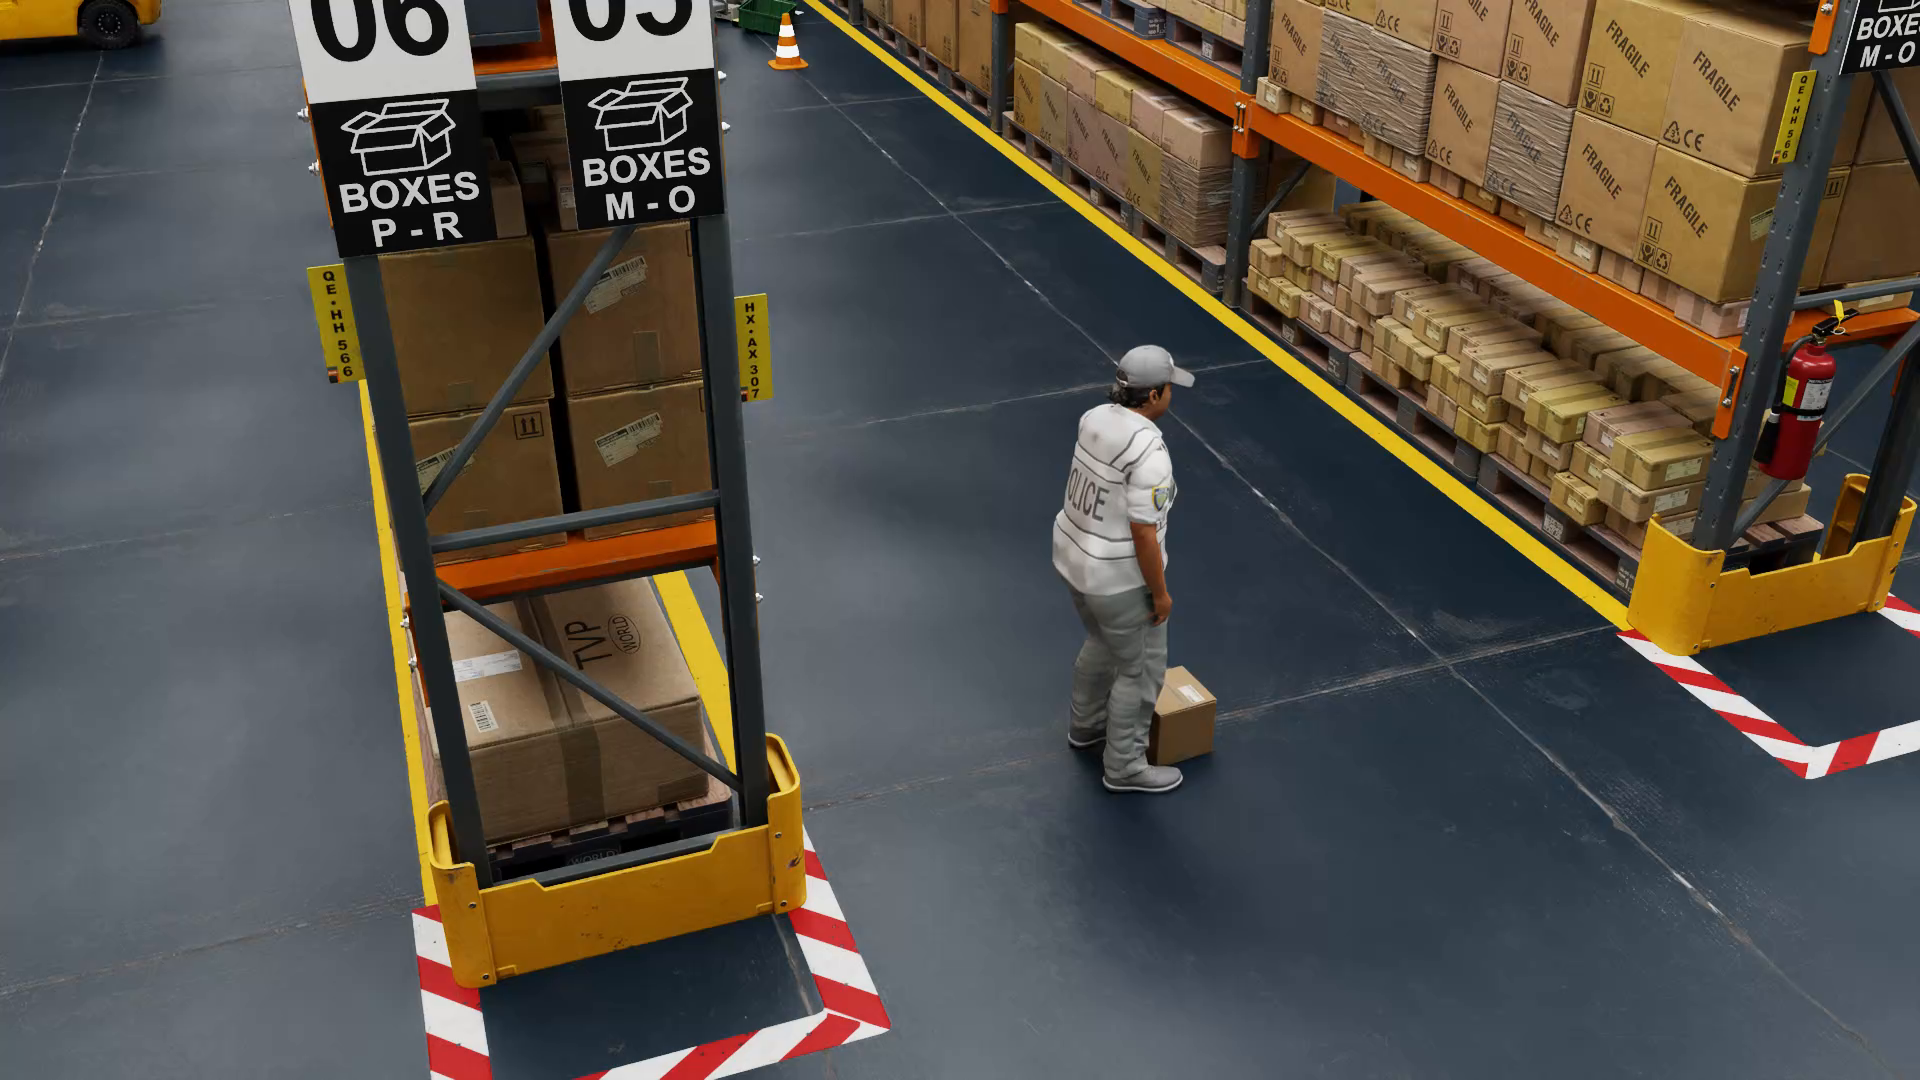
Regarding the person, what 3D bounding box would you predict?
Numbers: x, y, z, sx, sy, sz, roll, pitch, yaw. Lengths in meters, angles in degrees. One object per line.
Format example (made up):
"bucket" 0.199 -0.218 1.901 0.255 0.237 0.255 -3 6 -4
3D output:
"person" 0.601 0.110 5.932 0.469 1.666 0.530 -12 32 -20
